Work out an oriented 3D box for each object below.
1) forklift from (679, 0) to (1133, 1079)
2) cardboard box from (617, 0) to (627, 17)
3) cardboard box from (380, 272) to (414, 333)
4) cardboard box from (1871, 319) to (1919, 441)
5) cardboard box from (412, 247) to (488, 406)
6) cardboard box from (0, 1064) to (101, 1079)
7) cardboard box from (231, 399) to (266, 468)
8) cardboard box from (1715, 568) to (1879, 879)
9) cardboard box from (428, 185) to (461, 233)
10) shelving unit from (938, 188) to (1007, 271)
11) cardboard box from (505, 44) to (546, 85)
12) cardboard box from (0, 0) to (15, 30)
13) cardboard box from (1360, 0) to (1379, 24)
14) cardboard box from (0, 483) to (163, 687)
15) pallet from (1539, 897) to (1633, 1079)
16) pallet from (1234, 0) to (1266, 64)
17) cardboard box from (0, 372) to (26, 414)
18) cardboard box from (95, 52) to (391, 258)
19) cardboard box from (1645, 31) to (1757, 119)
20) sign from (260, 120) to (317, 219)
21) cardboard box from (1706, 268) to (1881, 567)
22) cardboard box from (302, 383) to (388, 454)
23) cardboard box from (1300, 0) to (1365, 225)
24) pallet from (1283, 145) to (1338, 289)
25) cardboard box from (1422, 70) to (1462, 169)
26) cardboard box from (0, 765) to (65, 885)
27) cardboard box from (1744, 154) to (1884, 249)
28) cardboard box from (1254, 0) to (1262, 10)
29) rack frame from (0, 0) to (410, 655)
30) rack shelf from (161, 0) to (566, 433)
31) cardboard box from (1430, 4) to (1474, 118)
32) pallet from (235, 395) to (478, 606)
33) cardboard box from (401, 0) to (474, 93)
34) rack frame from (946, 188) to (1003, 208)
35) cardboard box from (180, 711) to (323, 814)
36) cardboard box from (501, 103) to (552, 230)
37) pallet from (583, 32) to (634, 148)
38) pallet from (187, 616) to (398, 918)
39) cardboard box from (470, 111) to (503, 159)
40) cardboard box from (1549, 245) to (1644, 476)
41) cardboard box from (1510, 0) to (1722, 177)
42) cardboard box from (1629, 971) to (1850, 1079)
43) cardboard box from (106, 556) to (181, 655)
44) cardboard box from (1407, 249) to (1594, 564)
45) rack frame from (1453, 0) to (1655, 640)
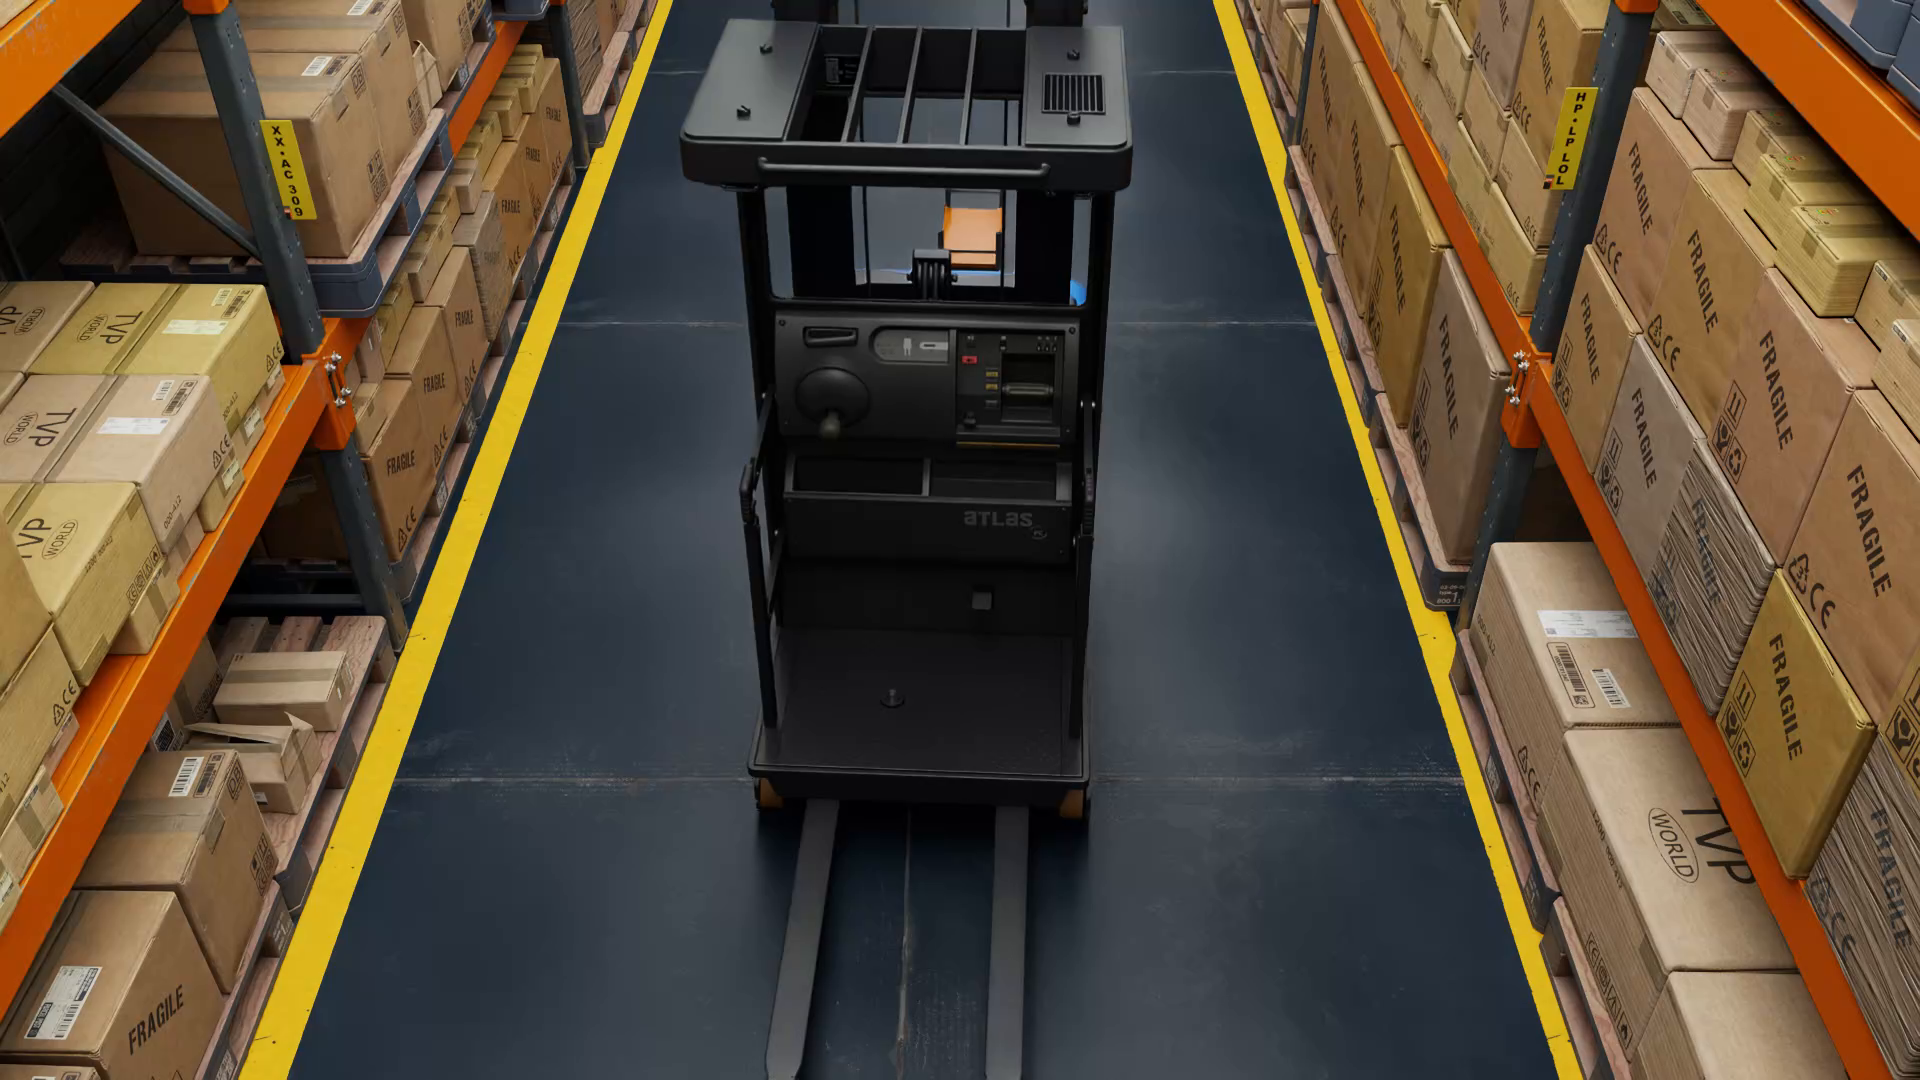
[{"bbox_3d":[-0.111,-0.418,4.928,1.130,2.935,3.031,2,39,2],"label":"forklift"},{"bbox_3d":[-2.590,-3.739,10.580,0.875,0.625,0.625,-2,39,-2],"label":"cardboard box"},{"bbox_3d":[-2.426,-0.952,6.684,0.380,0.149,0.250,-1,39,-1],"label":"cardboard box"},{"bbox_3d":[2.099,-0.319,3.351,0.380,0.149,0.250,0,39,0],"label":"cardboard box"},{"bbox_3d":[-2.371,-0.917,7.159,0.500,0.500,0.500,-1,39,-1],"label":"cardboard box"},{"bbox_3d":[-2.452,1.615,3.999,0.700,0.500,0.500,1,39,2],"label":"cardboard box"},{"bbox_3d":[-2.314,-0.321,4.953,0.380,0.149,0.250,1,39,1],"label":"cardboard box"},{"bbox_3d":[2.105,0.416,3.753,0.500,0.500,0.500,1,39,1],"label":"cardboard box"},{"bbox_3d":[-2.417,-1.432,7.283,0.380,0.149,0.250,0,39,0],"label":"cardboard box"},{"bbox_3d":[0.049,-0.852,6.854,0.258,1.200,0.503,2,39,2],"label":"shelving unit"},{"bbox_3d":[-2.339,-2.415,8.509,0.380,0.149,0.250,-2,39,-2],"label":"cardboard box"},{"bbox_3d":[-2.308,-1.154,3.594,0.380,0.149,0.250,0,39,0],"label":"cardboard box"},{"bbox_3d":[2.138,-2.602,7.719,0.500,0.250,0.500,-1,39,-1],"label":"cardboard box"},{"bbox_3d":[-2.341,0.105,4.102,0.500,0.250,0.500,0,39,0],"label":"cardboard box"},{"bbox_3d":[2.302,1.542,4.657,1.003,0.211,1.213,0,39,0],"label":"pallet"},{"bbox_3d":[2.372,-3.450,10.886,1.003,0.211,1.213,0,39,0],"label":"pallet"},{"bbox_3d":[-2.851,-0.215,4.502,0.500,0.250,0.500,0,39,0],"label":"cardboard box"},{"bbox_3d":[-2.366,-1.286,5.541,0.700,0.500,0.500,1,39,1],"label":"cardboard box"},{"bbox_3d":[2.116,-1.271,4.540,0.380,0.149,0.250,-1,39,-1],"label":"cardboard box"},{"bbox_3d":[-2.046,-1.124,5.062,0.100,0.325,0.005,0,39,0],"label":"sign"},{"bbox_3d":[2.117,-0.282,3.823,0.500,0.500,0.500,1,39,1],"label":"cardboard box"},{"bbox_3d":[-2.323,-0.447,6.053,0.380,0.149,0.250,2,39,2],"label":"cardboard box"},{"bbox_3d":[2.288,-2.191,8.449,0.875,0.875,0.875,0,39,0],"label":"cardboard box"},{"bbox_3d":[2.296,-1.707,8.711,1.003,0.211,1.213,0,39,0],"label":"pallet"},{"bbox_3d":[2.141,-1.643,6.521,0.500,0.250,0.500,-1,39,-1],"label":"cardboard box"},{"bbox_3d":[-2.283,0.643,3.750,0.380,0.149,0.250,1,39,1],"label":"cardboard box"},{"bbox_3d":[2.114,-0.796,3.946,0.380,0.149,0.250,0,39,0],"label":"cardboard box"},{"bbox_3d":[2.376,-3.716,10.753,0.950,0.372,0.625,1,39,1],"label":"cardboard box"},{"bbox_3d":[-2.589,-0.781,5.326,1.000,3.000,0.127,0,39,0],"label":"rack frame"},{"bbox_3d":[-2.591,-1.751,7.111,1.077,0.370,4.000,0,39,0],"label":"rack shelf"},{"bbox_3d":[2.117,-1.835,6.362,0.500,0.250,0.500,1,39,1],"label":"cardboard box"},{"bbox_3d":[-2.627,-0.201,6.833,1.003,0.211,1.213,0,39,0],"label":"pallet"},{"bbox_3d":[-2.367,-2.101,6.557,0.700,0.500,0.500,0,39,0],"label":"cardboard box"},{"bbox_3d":[0.062,-1.004,7.044,0.240,1.200,0.015,2,39,2],"label":"rack frame"},{"bbox_3d":[-2.294,0.694,5.336,0.396,0.266,0.258,1,39,2],"label":"cardboard box"},{"bbox_3d":[-2.388,-1.893,8.377,0.500,0.500,0.500,-1,39,-1],"label":"cardboard box"},{"bbox_3d":[-2.555,-2.709,9.962,1.003,0.211,1.213,0,39,0],"label":"pallet"},{"bbox_3d":[-2.589,0.737,5.662,1.003,0.211,1.213,0,39,0],"label":"pallet"},{"bbox_3d":[-2.397,-1.915,7.885,0.380,0.149,0.250,1,39,1],"label":"cardboard box"},{"bbox_3d":[2.114,-0.532,4.935,0.500,0.500,0.500,1,39,1],"label":"cardboard box"},{"bbox_3d":[2.123,-1.495,5.338,0.500,0.500,0.500,1,39,1],"label":"cardboard box"},{"bbox_3d":[2.269,1.566,4.111,0.875,0.438,0.875,1,39,1],"label":"cardboard box"},{"bbox_3d":[-2.288,0.165,4.346,0.380,0.149,0.250,-1,39,-1],"label":"cardboard box"},{"bbox_3d":[2.294,-0.509,6.350,0.875,0.875,0.875,1,39,1],"label":"cardboard box"},{"bbox_3d":[2.375,-0.787,5.333,1.000,3.000,0.127,0,39,0],"label":"rack frame"}]
